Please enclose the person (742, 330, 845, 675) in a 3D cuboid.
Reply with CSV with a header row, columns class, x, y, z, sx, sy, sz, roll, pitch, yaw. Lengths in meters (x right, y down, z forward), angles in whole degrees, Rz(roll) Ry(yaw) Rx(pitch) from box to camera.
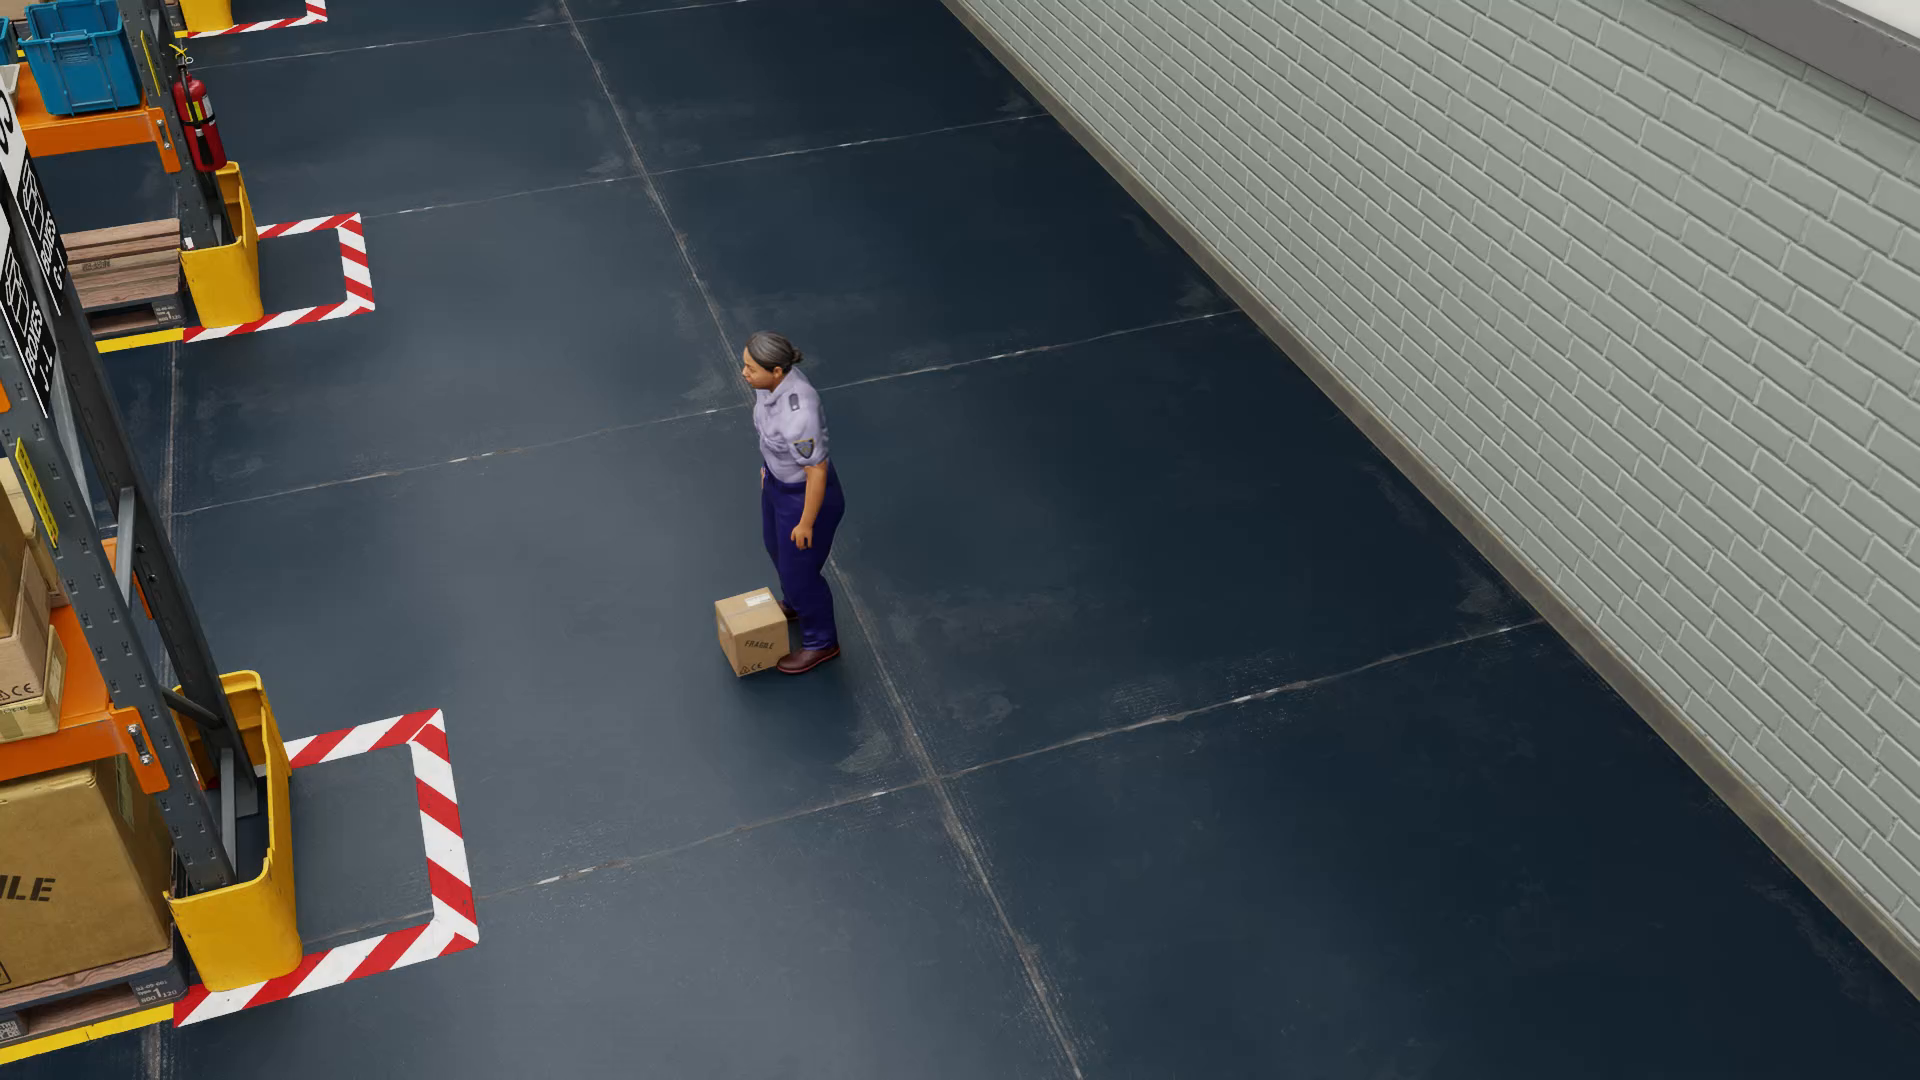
class,x,y,z,sx,sy,sz,roll,pitch,yaw
person,-0.698,-0.188,7.042,0.367,1.637,0.550,-13,40,-16
